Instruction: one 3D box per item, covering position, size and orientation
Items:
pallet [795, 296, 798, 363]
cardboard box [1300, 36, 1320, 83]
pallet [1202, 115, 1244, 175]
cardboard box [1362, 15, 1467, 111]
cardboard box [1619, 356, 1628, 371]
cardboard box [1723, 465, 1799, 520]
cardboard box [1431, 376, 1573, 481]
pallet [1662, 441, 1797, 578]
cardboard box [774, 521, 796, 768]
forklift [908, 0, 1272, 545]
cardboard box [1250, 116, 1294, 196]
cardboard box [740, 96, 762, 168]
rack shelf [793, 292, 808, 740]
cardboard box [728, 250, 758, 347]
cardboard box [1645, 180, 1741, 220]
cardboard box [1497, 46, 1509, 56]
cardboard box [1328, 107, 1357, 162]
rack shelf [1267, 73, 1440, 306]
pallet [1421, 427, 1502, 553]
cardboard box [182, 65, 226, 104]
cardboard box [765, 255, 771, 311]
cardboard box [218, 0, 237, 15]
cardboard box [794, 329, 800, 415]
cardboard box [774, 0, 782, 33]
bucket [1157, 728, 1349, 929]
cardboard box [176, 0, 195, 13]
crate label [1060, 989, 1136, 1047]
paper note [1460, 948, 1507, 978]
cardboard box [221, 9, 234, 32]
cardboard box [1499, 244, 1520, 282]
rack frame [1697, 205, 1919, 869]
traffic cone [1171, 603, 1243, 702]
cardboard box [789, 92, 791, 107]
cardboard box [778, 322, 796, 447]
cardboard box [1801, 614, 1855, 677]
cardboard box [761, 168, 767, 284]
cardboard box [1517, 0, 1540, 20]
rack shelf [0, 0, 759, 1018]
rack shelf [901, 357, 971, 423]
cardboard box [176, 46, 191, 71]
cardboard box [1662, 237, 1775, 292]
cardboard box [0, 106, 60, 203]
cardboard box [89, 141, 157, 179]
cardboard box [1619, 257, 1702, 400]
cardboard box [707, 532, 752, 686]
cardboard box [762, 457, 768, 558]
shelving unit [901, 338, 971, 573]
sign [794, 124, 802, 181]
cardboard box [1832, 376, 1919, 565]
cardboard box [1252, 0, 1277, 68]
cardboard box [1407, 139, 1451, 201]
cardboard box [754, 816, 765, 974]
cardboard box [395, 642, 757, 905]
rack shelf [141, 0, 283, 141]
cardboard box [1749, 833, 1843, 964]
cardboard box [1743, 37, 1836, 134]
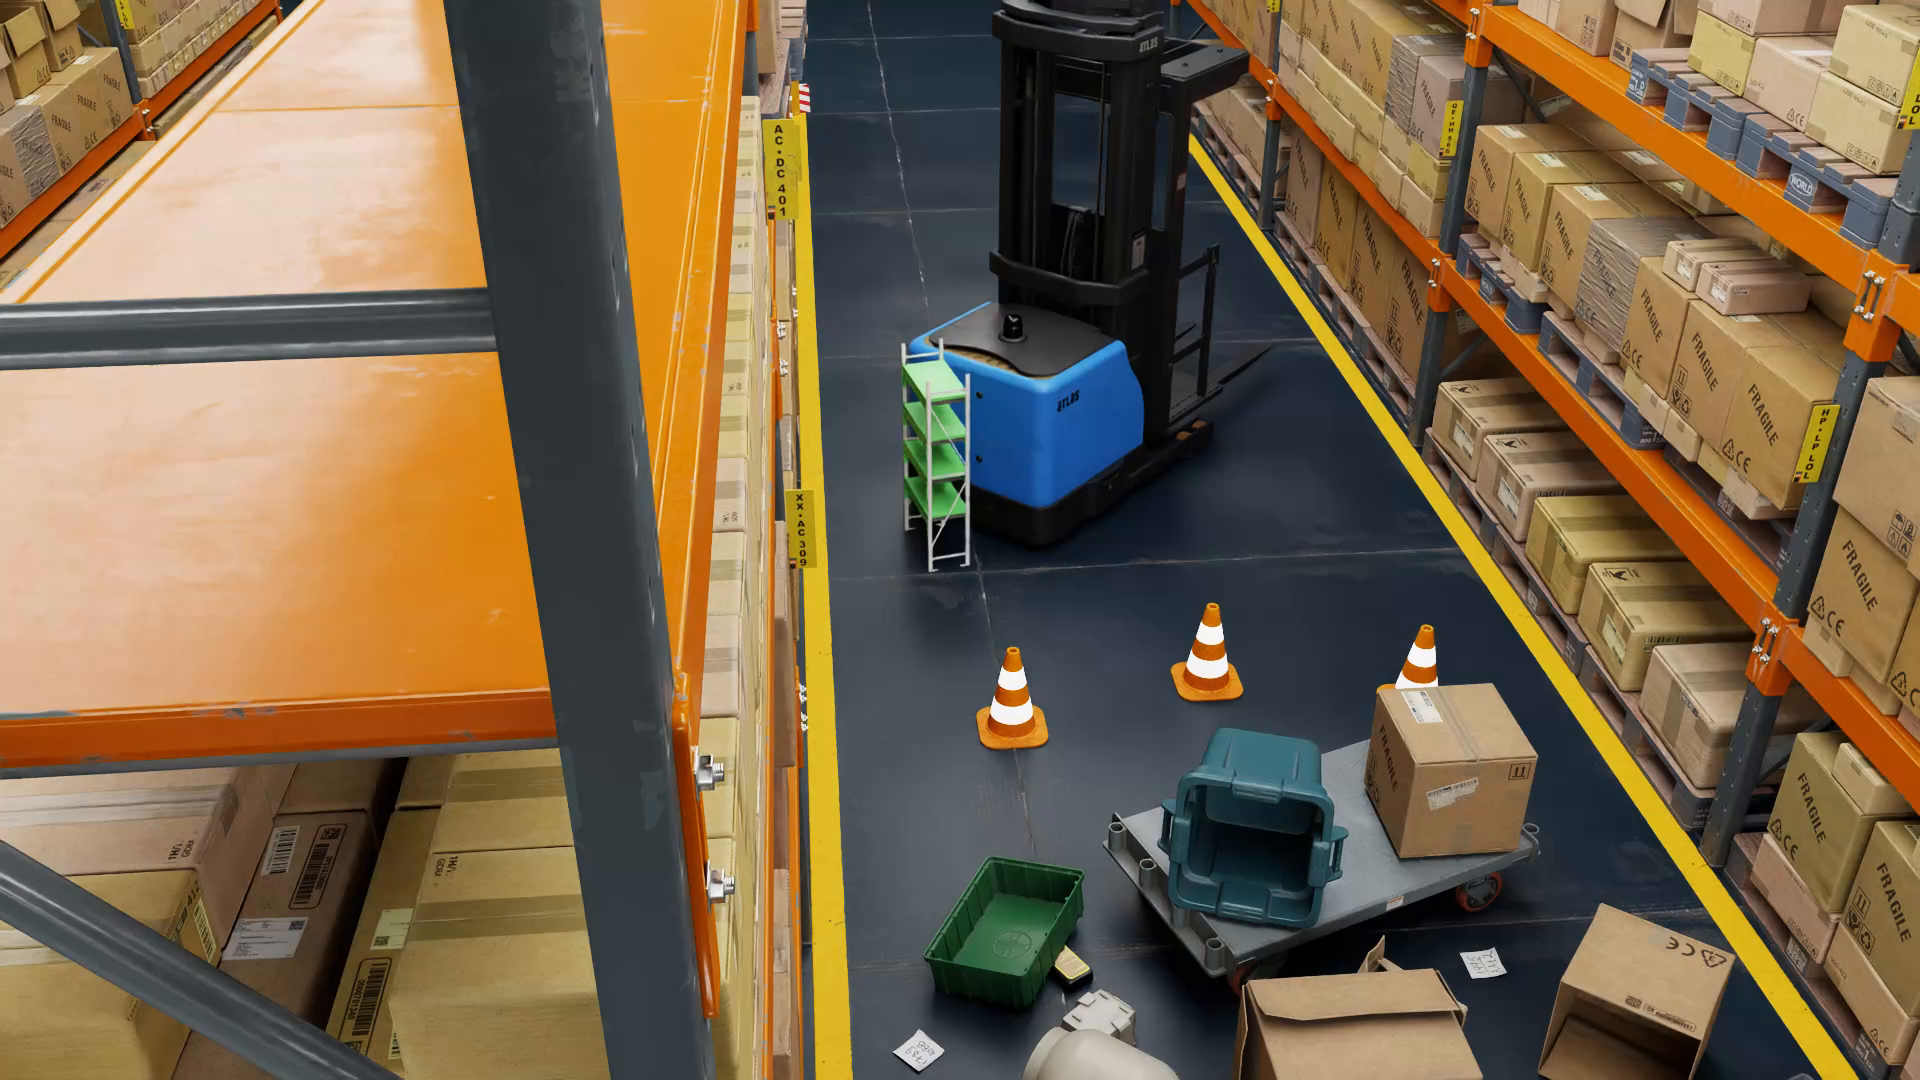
[{"bbox_3d":[-1.678,-1.470,12.006,1.003,0.211,1.213,-3,31,-5],"label":"pallet"},{"bbox_3d":[2.887,-3.625,12.553,0.500,0.250,0.500,-2,31,-4],"label":"cardboard box"},{"bbox_3d":[2.940,-3.797,15.902,1.003,0.211,1.213,-3,31,-5],"label":"pallet"},{"bbox_3d":[3.019,-3.175,11.068,0.500,0.500,0.500,-3,31,-5],"label":"cardboard box"},{"bbox_3d":[3.471,-0.876,8.128,0.380,0.149,0.250,-4,31,-6],"label":"cardboard box"},{"bbox_3d":[3.475,-0.215,7.022,0.380,0.149,0.250,-2,31,-4],"label":"cardboard box"},{"bbox_3d":[3.467,-0.699,10.149,0.950,0.372,0.625,-5,31,-8],"label":"cardboard box"},{"bbox_3d":[3.871,-0.208,7.361,1.003,0.211,1.213,-3,31,-5],"label":"pallet"},{"bbox_3d":[-0.954,0.332,5.069,0.875,0.550,0.550,-3,31,-5],"label":"cardboard box"},{"bbox_3d":[0.986,-1.925,10.116,1.130,2.935,3.031,22,37,32],"label":"forklift"},{"bbox_3d":[3.098,-3.384,14.580,0.875,0.438,0.875,-3,31,-5],"label":"cardboard box"},{"bbox_3d":[-0.770,-1.179,4.834,0.380,0.149,0.250,-3,31,-5],"label":"cardboard box"},{"bbox_3d":[-1.308,-0.317,8.058,1.077,0.370,4.000,-3,31,-5],"label":"rack shelf"},{"bbox_3d":[-0.653,-0.534,3.755,0.380,0.149,0.250,-3,31,-5],"label":"cardboard box"},{"bbox_3d":[3.851,-1.547,8.618,0.500,0.500,0.500,-5,31,-8],"label":"cardboard box"},{"bbox_3d":[3.565,-2.924,10.649,0.500,0.500,0.500,-3,31,-4],"label":"cardboard box"},{"bbox_3d":[2.948,-2.894,11.817,0.500,0.250,0.500,-3,31,-5],"label":"cardboard box"},{"bbox_3d":[3.237,-2.648,11.960,1.077,0.370,4.000,-3,31,-5],"label":"rack shelf"},{"bbox_3d":[3.495,-0.340,10.113,1.003,0.211,1.213,-3,31,-5],"label":"pallet"},{"bbox_3d":[-6.883,-3.572,14.467,0.875,0.875,0.875,-3,31,-5],"label":"cardboard box"},{"bbox_3d":[-0.745,-0.709,4.825,0.380,0.149,0.250,-2,31,-4],"label":"cardboard box"},{"bbox_3d":[-6.786,-4.855,14.810,0.500,0.250,0.500,-4,31,-6],"label":"cardboard box"},{"bbox_3d":[-1.307,-1.128,10.741,0.500,0.500,0.500,-4,31,-7],"label":"cardboard box"},{"bbox_3d":[-1.099,-2.600,7.834,0.500,0.311,0.500,-3,31,-5],"label":"cardboard box"},{"bbox_3d":[1.187,1.107,6.682,0.726,0.611,0.620,8,22,13],"label":"bucket"},{"bbox_3d":[-6.698,-4.662,13.756,0.500,0.500,0.500,-4,31,-6],"label":"cardboard box"},{"bbox_3d":[0.536,1.889,6.455,0.250,0.136,0.298,27,40,37],"label":"crate label"},{"bbox_3d":[2.148,1.733,6.819,0.148,0.019,0.142,-3,31,-5],"label":"paper note"},{"bbox_3d":[-6.708,-4.618,14.801,0.380,0.149,0.250,-3,31,-4],"label":"cardboard box"},{"bbox_3d":[3.242,-1.546,9.248,0.380,0.149,0.250,-5,31,-8],"label":"cardboard box"},{"bbox_3d":[3.797,0.106,6.647,1.000,3.000,0.127,-3,31,-5],"label":"rack frame"},{"bbox_3d":[1.265,0.529,8.413,0.336,0.463,0.334,-3,31,-5],"label":"traffic cone"},{"bbox_3d":[-1.782,-4.158,15.577,0.380,0.149,0.250,-2,31,-3],"label":"cardboard box"},{"bbox_3d":[-1.042,-0.701,7.902,0.500,0.500,0.500,-2,31,-4],"label":"cardboard box"},{"bbox_3d":[3.508,0.390,6.417,0.380,0.149,0.250,-3,31,-5],"label":"cardboard box"},{"bbox_3d":[-0.820,-0.940,4.823,0.500,0.250,0.500,-3,31,-5],"label":"cardboard box"},{"bbox_3d":[3.284,-2.947,9.079,0.380,0.149,0.250,-3,31,-5],"label":"cardboard box"},{"bbox_3d":[-0.935,-0.679,3.203,1.077,0.370,4.000,-3,31,-5],"label":"rack shelf"},{"bbox_3d":[-0.137,-0.829,9.156,0.258,0.148,0.480,-9,32,-15],"label":"rack shelf"},{"bbox_3d":[-6.589,-3.965,13.709,0.380,0.149,0.250,-4,31,-6],"label":"cardboard box"},{"bbox_3d":[3.403,-1.238,7.468,0.380,0.149,0.250,-4,31,-7],"label":"cardboard box"},{"bbox_3d":[-6.364,-2.545,10.989,0.500,0.500,0.500,-3,31,-4],"label":"cardboard box"},{"bbox_3d":[-6.737,-2.446,12.582,1.225,0.875,0.875,-3,31,-4],"label":"cardboard box"},{"bbox_3d":[3.436,-0.986,7.679,0.500,0.500,0.500,-2,31,-3],"label":"cardboard box"},{"bbox_3d":[-0.532,0.119,2.662,0.380,0.149,0.250,-2,31,-4],"label":"cardboard box"},{"bbox_3d":[-0.626,-0.058,3.736,0.380,0.149,0.250,-3,31,-5],"label":"cardboard box"},{"bbox_3d":[-0.137,-0.471,9.370,0.258,1.200,0.503,-9,32,-15],"label":"shelving unit"},{"bbox_3d":[-0.943,-2.172,9.333,0.100,0.325,0.005,-3,31,-5],"label":"sign"},{"bbox_3d":[3.623,-0.258,5.895,0.700,0.500,0.500,-3,31,-5],"label":"cardboard box"},{"bbox_3d":[2.752,-4.245,13.835,0.500,0.500,0.500,-2,31,-4],"label":"cardboard box"},{"bbox_3d":[3.126,-2.321,10.370,0.500,0.250,0.500,-3,31,-5],"label":"cardboard box"},{"bbox_3d":[-0.508,0.586,2.657,0.380,0.149,0.250,-3,31,-4],"label":"cardboard box"},{"bbox_3d":[-0.586,0.345,2.671,0.500,0.250,0.500,-3,31,-5],"label":"cardboard box"},{"bbox_3d":[-7.004,-4.215,14.584,1.077,0.370,4.000,-3,31,-5],"label":"rack shelf"},{"bbox_3d":[3.584,1.421,6.719,0.500,0.250,0.500,-4,31,-7],"label":"cardboard box"},{"bbox_3d":[3.556,-1.847,6.729,0.500,0.250,0.500,-2,31,-4],"label":"cardboard box"}]
